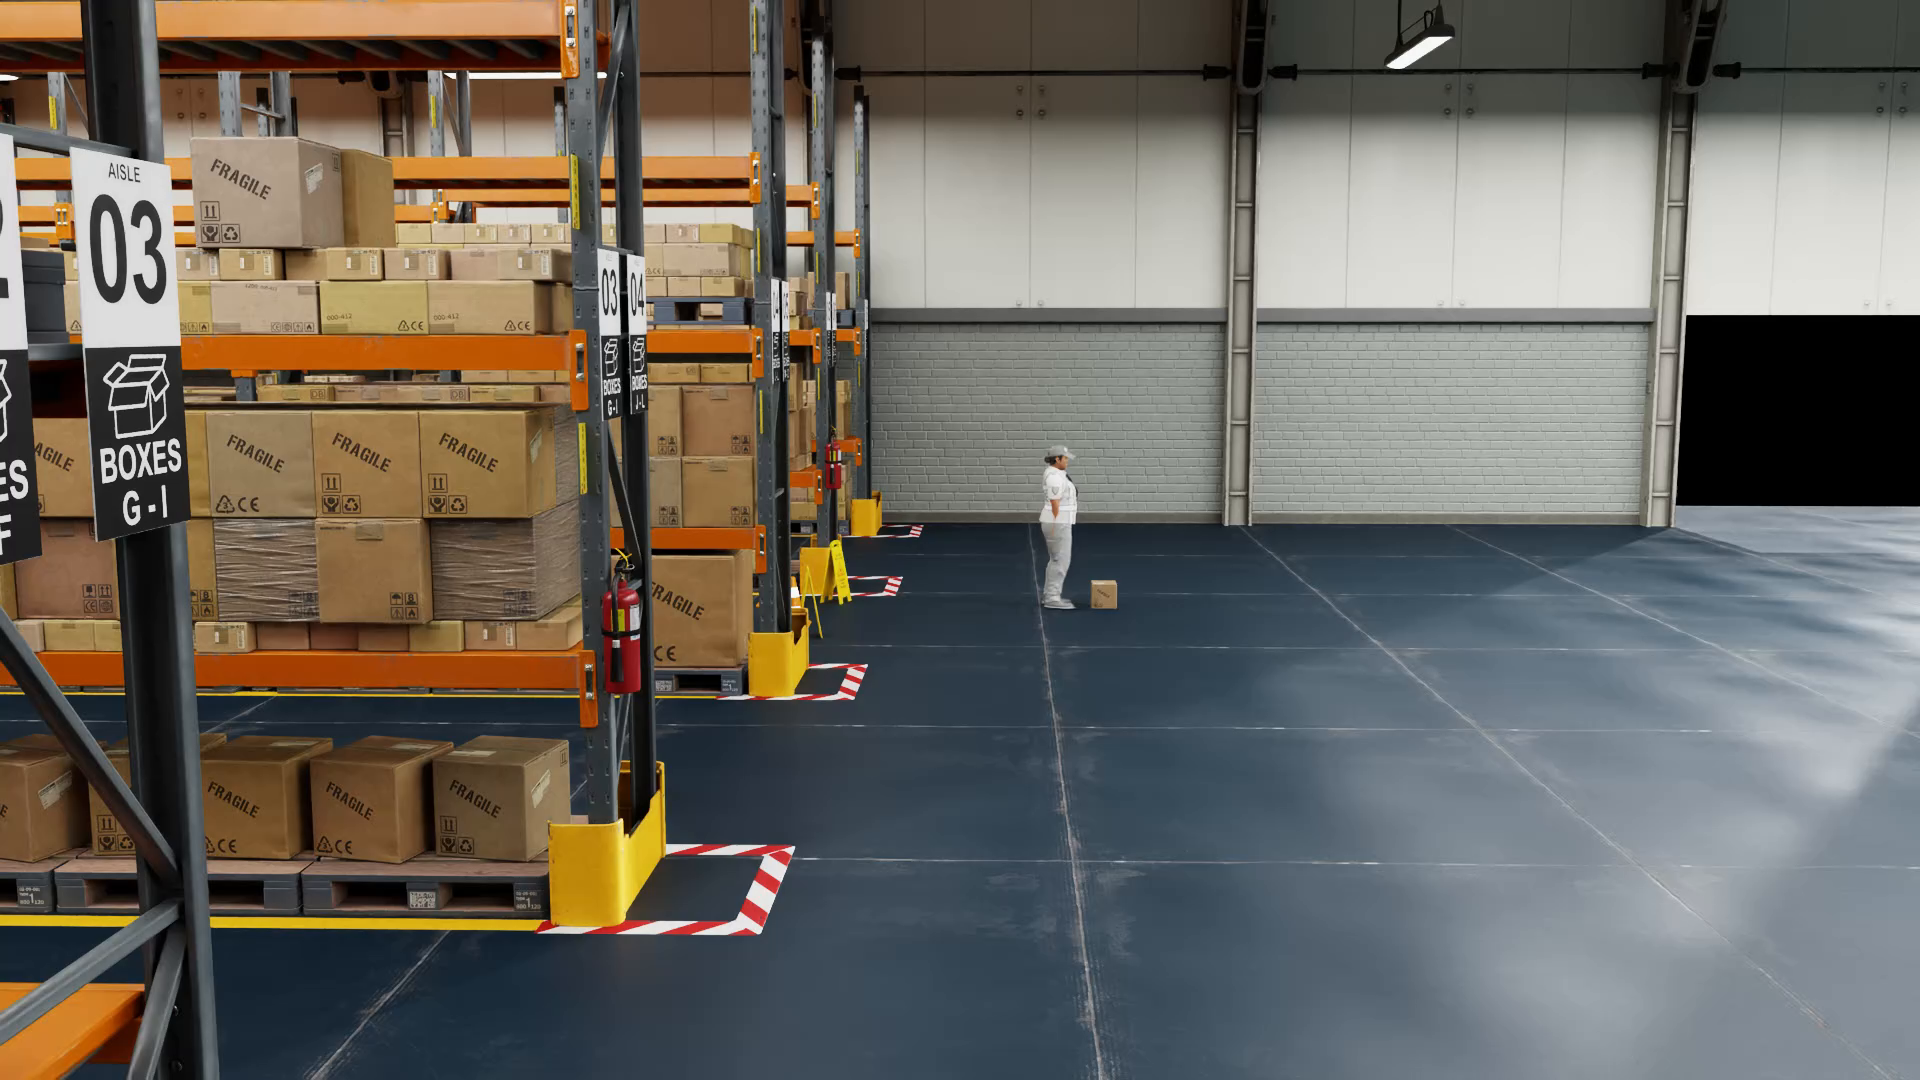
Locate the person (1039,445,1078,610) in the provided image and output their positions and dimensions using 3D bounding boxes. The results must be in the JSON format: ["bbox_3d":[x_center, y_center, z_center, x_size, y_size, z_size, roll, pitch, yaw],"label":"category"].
[{"bbox_3d":[1.002,-0.142,16.902,0.391,1.659,0.468,0,7,3],"label":"person"}]
